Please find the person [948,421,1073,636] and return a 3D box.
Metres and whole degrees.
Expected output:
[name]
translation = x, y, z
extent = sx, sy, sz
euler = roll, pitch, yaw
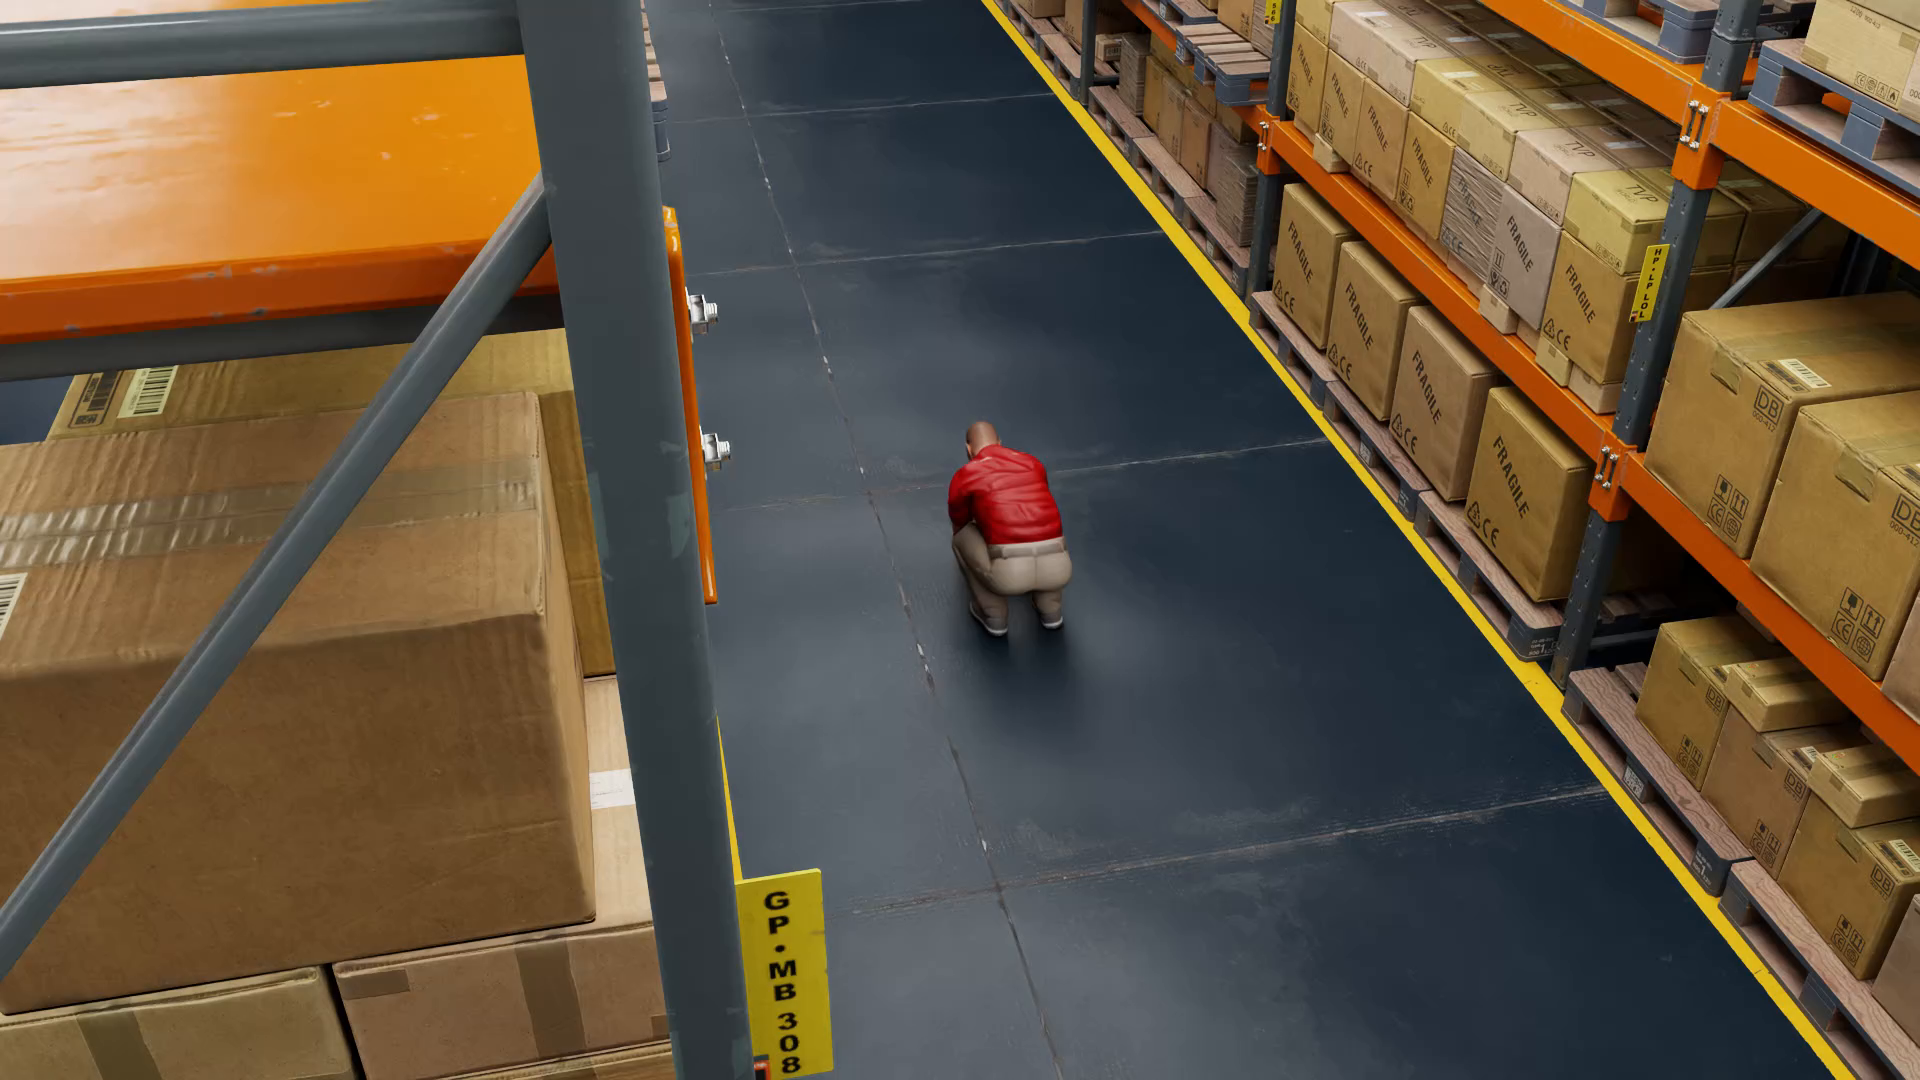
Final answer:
[person]
translation = 0.241, -0.031, 8.058
extent = 0.548, 0.855, 0.873
euler = -7, 35, -11
